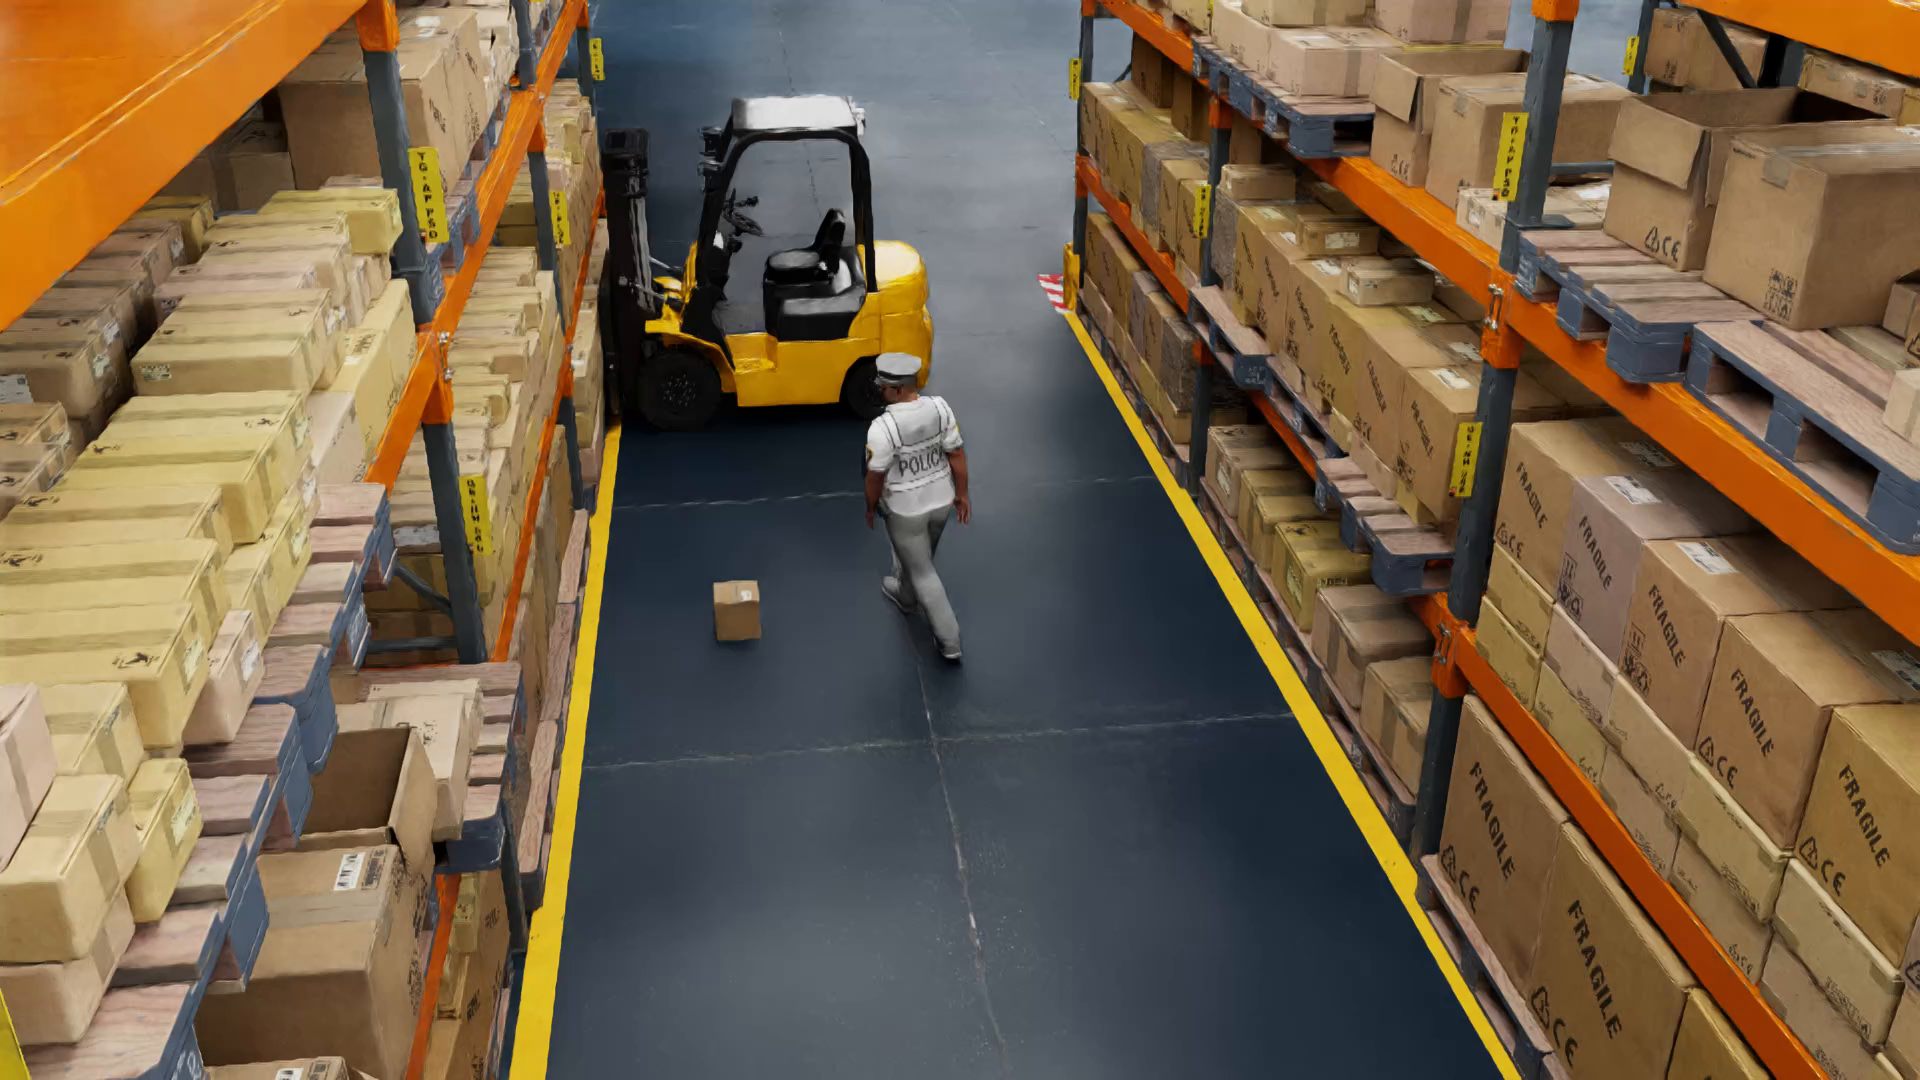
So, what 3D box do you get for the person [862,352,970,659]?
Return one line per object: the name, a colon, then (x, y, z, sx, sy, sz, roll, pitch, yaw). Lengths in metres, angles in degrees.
person: (-0.305, -0.234, 9.079, 0.593, 1.707, 0.913, -20, 33, -34)
